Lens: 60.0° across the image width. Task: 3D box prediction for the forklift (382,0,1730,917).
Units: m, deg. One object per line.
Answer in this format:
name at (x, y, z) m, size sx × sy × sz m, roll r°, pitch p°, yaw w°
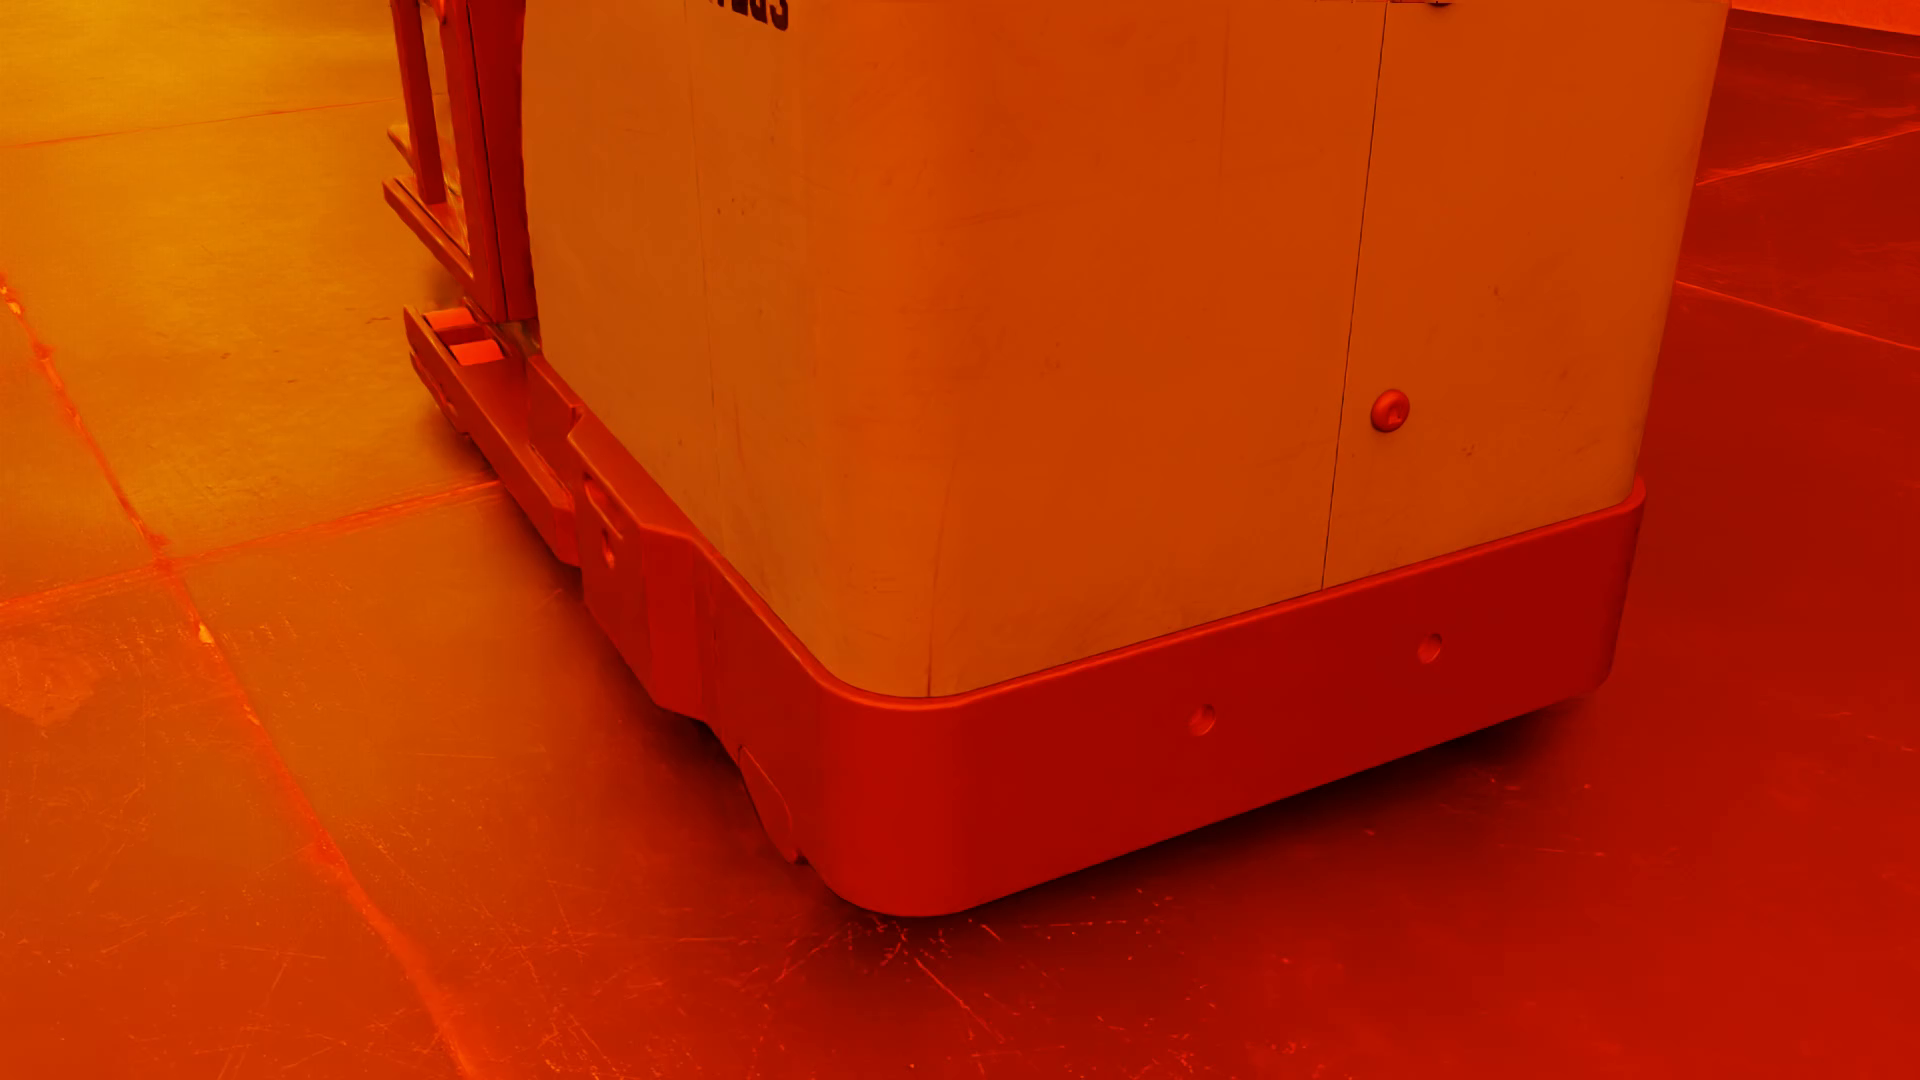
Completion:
forklift at (-0.344, -1.572, 2.364) m, size 1.130 × 2.935 × 3.031 m, roll -14°, pitch 30°, yaw -25°
